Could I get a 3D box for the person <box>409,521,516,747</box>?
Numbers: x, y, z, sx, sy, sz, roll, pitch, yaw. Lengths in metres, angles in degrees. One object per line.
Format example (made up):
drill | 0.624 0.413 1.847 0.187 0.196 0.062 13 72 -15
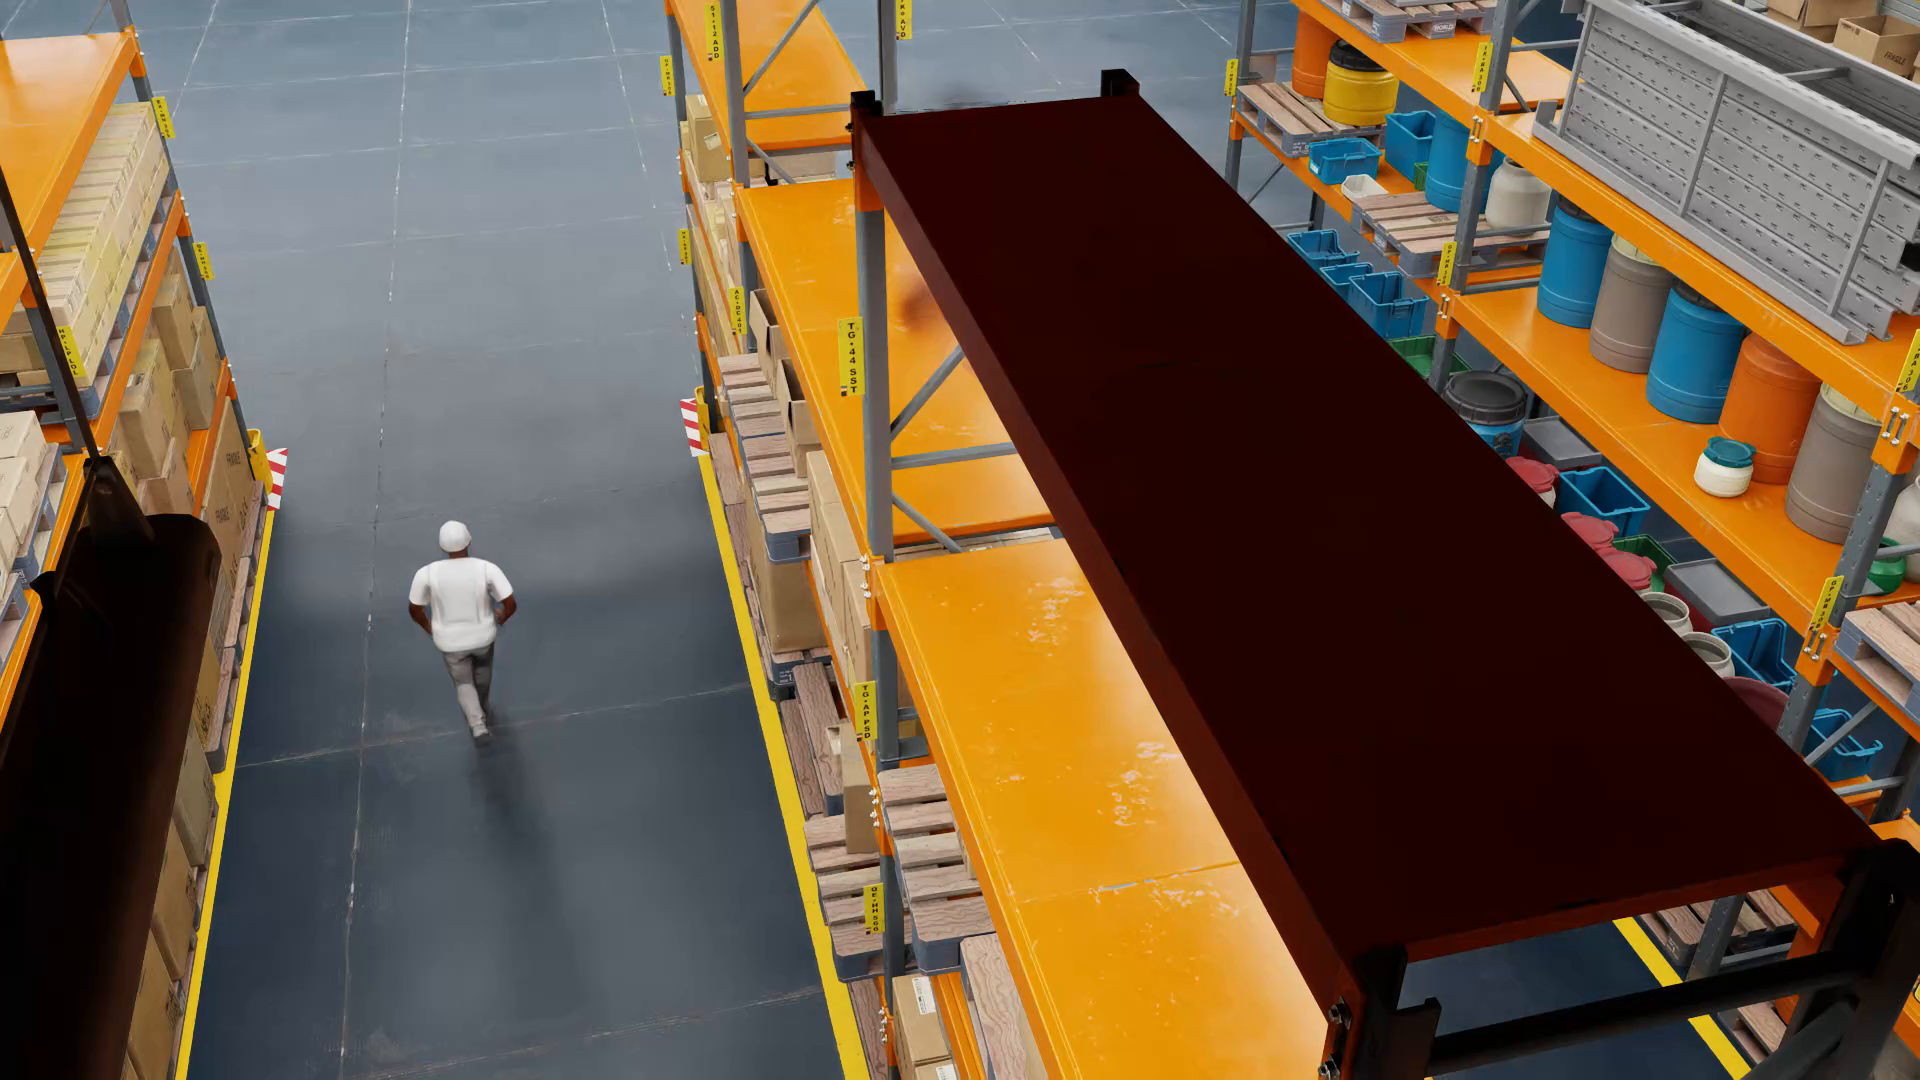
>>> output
person | -3.401 0.722 11.550 0.701 1.750 0.986 -11 36 -15
